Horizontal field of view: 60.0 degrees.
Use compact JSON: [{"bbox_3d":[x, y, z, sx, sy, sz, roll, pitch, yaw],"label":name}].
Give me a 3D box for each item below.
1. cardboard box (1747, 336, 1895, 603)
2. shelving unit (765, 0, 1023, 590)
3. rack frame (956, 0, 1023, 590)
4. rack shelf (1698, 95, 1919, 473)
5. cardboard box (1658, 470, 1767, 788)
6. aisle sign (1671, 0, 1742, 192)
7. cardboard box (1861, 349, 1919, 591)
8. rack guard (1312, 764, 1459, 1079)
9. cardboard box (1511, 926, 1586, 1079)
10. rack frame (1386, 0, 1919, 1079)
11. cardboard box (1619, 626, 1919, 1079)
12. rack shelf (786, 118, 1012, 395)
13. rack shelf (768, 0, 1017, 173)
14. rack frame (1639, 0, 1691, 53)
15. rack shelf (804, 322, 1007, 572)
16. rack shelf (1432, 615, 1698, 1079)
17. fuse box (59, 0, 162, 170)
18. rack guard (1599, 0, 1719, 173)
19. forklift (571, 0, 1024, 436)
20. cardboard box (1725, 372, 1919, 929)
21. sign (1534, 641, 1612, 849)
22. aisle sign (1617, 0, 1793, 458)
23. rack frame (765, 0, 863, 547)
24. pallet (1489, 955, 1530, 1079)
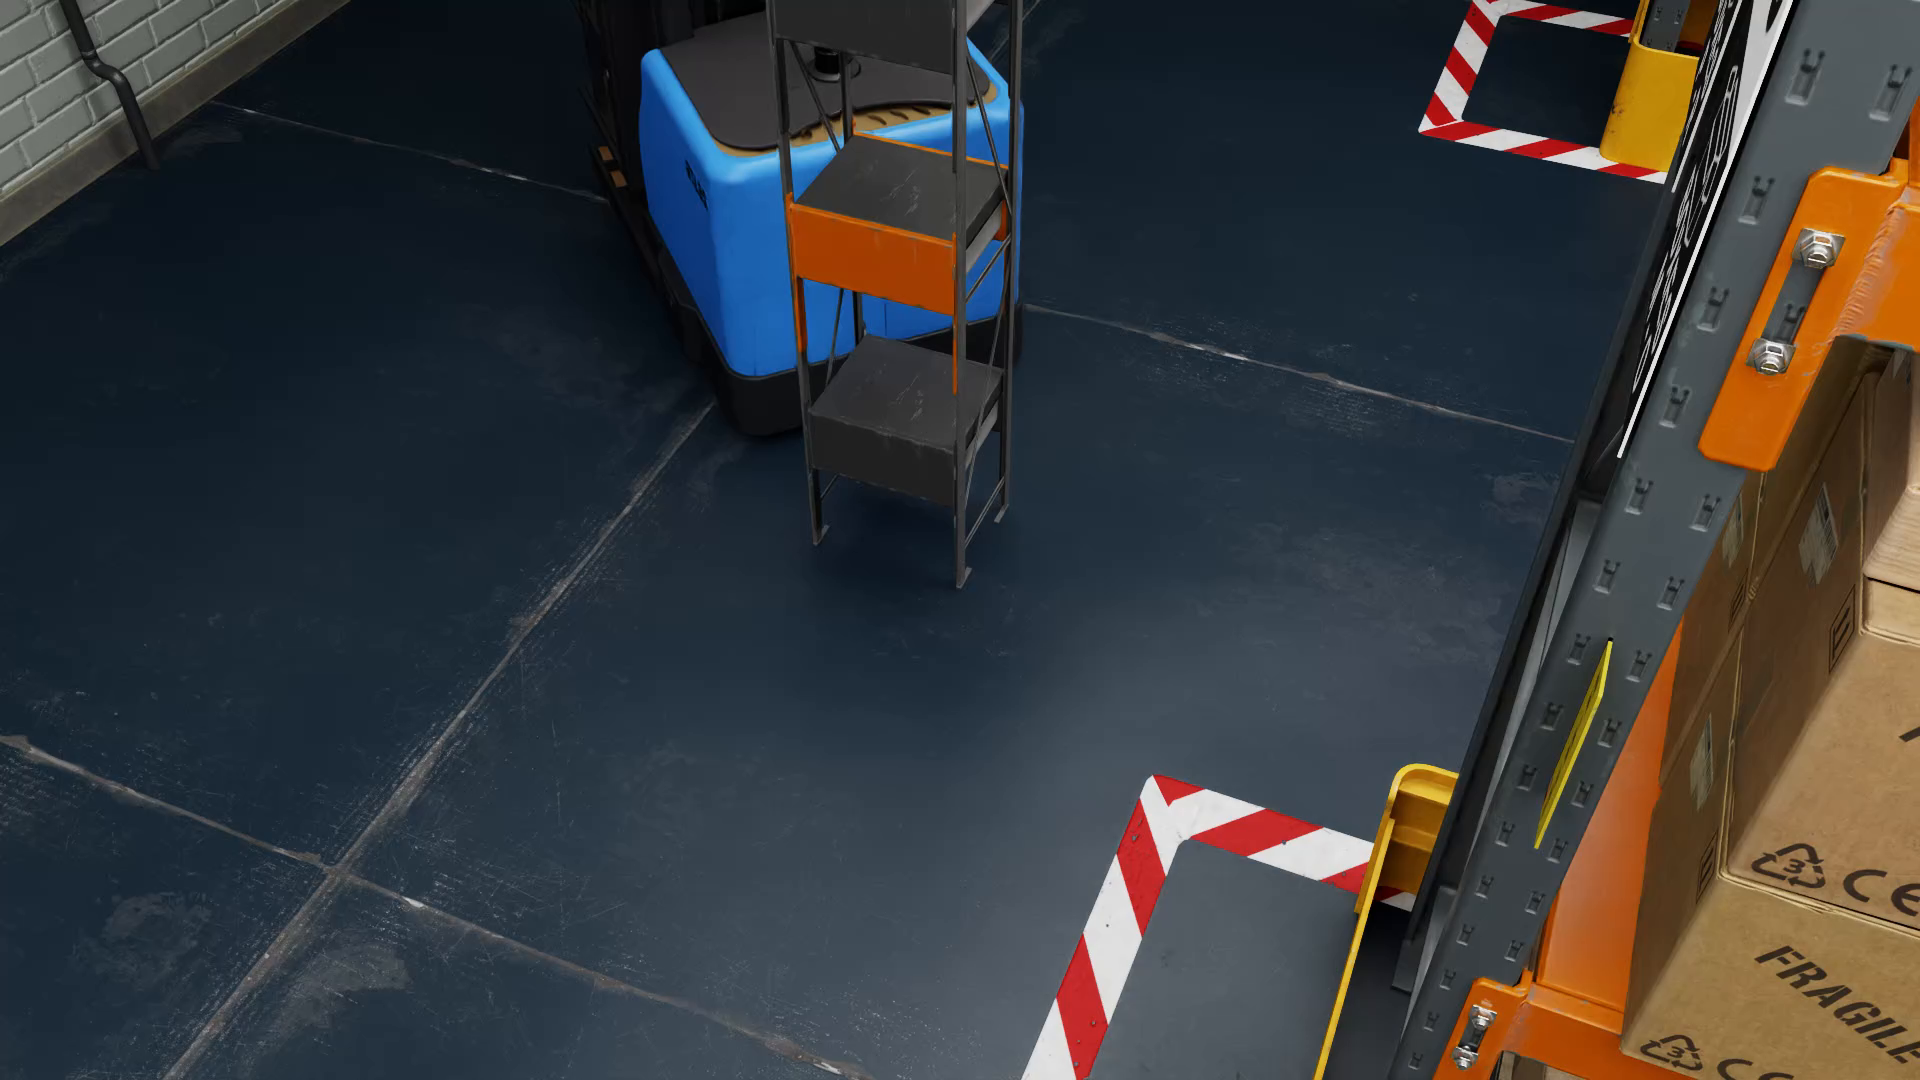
[{"bbox_3d":[1.557,-0.165,2.510,0.500,0.500,0.500,18,48,17],"label":"cardboard box"},{"bbox_3d":[-0.153,-0.789,4.555,0.503,2.100,0.431,16,47,16],"label":"shelving unit"},{"bbox_3d":[0.072,-0.723,4.488,0.015,2.100,0.400,16,47,16],"label":"rack frame"},{"bbox_3d":[2.866,-0.016,1.523,4.000,0.370,1.077,16,47,16],"label":"rack shelf"},{"bbox_3d":[1.568,0.172,2.880,0.500,0.500,0.500,17,47,16],"label":"cardboard box"},{"bbox_3d":[1.074,-0.894,2.179,0.004,0.787,0.394,16,47,16],"label":"aisle sign"},{"bbox_3d":[1.242,-0.094,1.979,0.250,0.149,0.380,17,47,17],"label":"cardboard box"},{"bbox_3d":[0.998,1.128,3.761,0.348,0.500,1.175,16,47,16],"label":"rack guard"},{"bbox_3d":[1.668,1.122,3.514,0.875,0.438,0.875,15,47,15],"label":"cardboard box"},{"bbox_3d":[1.021,0.249,2.873,0.127,3.000,1.000,16,47,16],"label":"rack frame"},{"bbox_3d":[1.353,0.531,2.519,0.500,0.500,0.500,16,47,16],"label":"cardboard box"},{"bbox_3d":[-0.153,-0.780,4.564,0.480,0.518,0.431,16,47,16],"label":"rack shelf"},{"bbox_3d":[-0.153,-1.276,4.070,0.480,0.518,0.431,16,47,16],"label":"rack shelf"},{"bbox_3d":[2.928,-2.983,6.122,0.127,3.000,1.000,16,47,16],"label":"rack frame"},{"bbox_3d":[-0.153,-0.283,5.058,0.480,0.518,0.431,16,47,16],"label":"rack shelf"},{"bbox_3d":[2.866,1.047,2.581,4.000,0.370,1.077,16,47,16],"label":"rack shelf"},{"bbox_3d":[-3.249,-2.138,6.186,0.414,1.711,0.539,16,47,16],"label":"fuse box"},{"bbox_3d":[2.998,-2.077,6.983,0.348,0.500,1.175,16,47,16],"label":"rack guard"},{"bbox_3d":[-0.828,-2.436,5.621,1.130,2.935,3.031,-17,47,-16],"label":"forklift"},{"bbox_3d":[1.354,0.175,2.168,0.500,0.500,0.500,15,47,15],"label":"cardboard box"},{"bbox_3d":[0.801,0.273,2.179,0.005,0.325,0.100,16,47,16],"label":"sign"},{"bbox_3d":[0.843,-0.504,1.786,0.004,0.787,0.394,16,47,16],"label":"aisle sign"},{"bbox_3d":[-0.378,-0.856,4.621,0.015,2.100,0.400,16,47,16],"label":"rack frame"},{"bbox_3d":[1.789,1.404,3.690,1.213,0.211,1.003,16,47,16],"label":"pallet"}]
